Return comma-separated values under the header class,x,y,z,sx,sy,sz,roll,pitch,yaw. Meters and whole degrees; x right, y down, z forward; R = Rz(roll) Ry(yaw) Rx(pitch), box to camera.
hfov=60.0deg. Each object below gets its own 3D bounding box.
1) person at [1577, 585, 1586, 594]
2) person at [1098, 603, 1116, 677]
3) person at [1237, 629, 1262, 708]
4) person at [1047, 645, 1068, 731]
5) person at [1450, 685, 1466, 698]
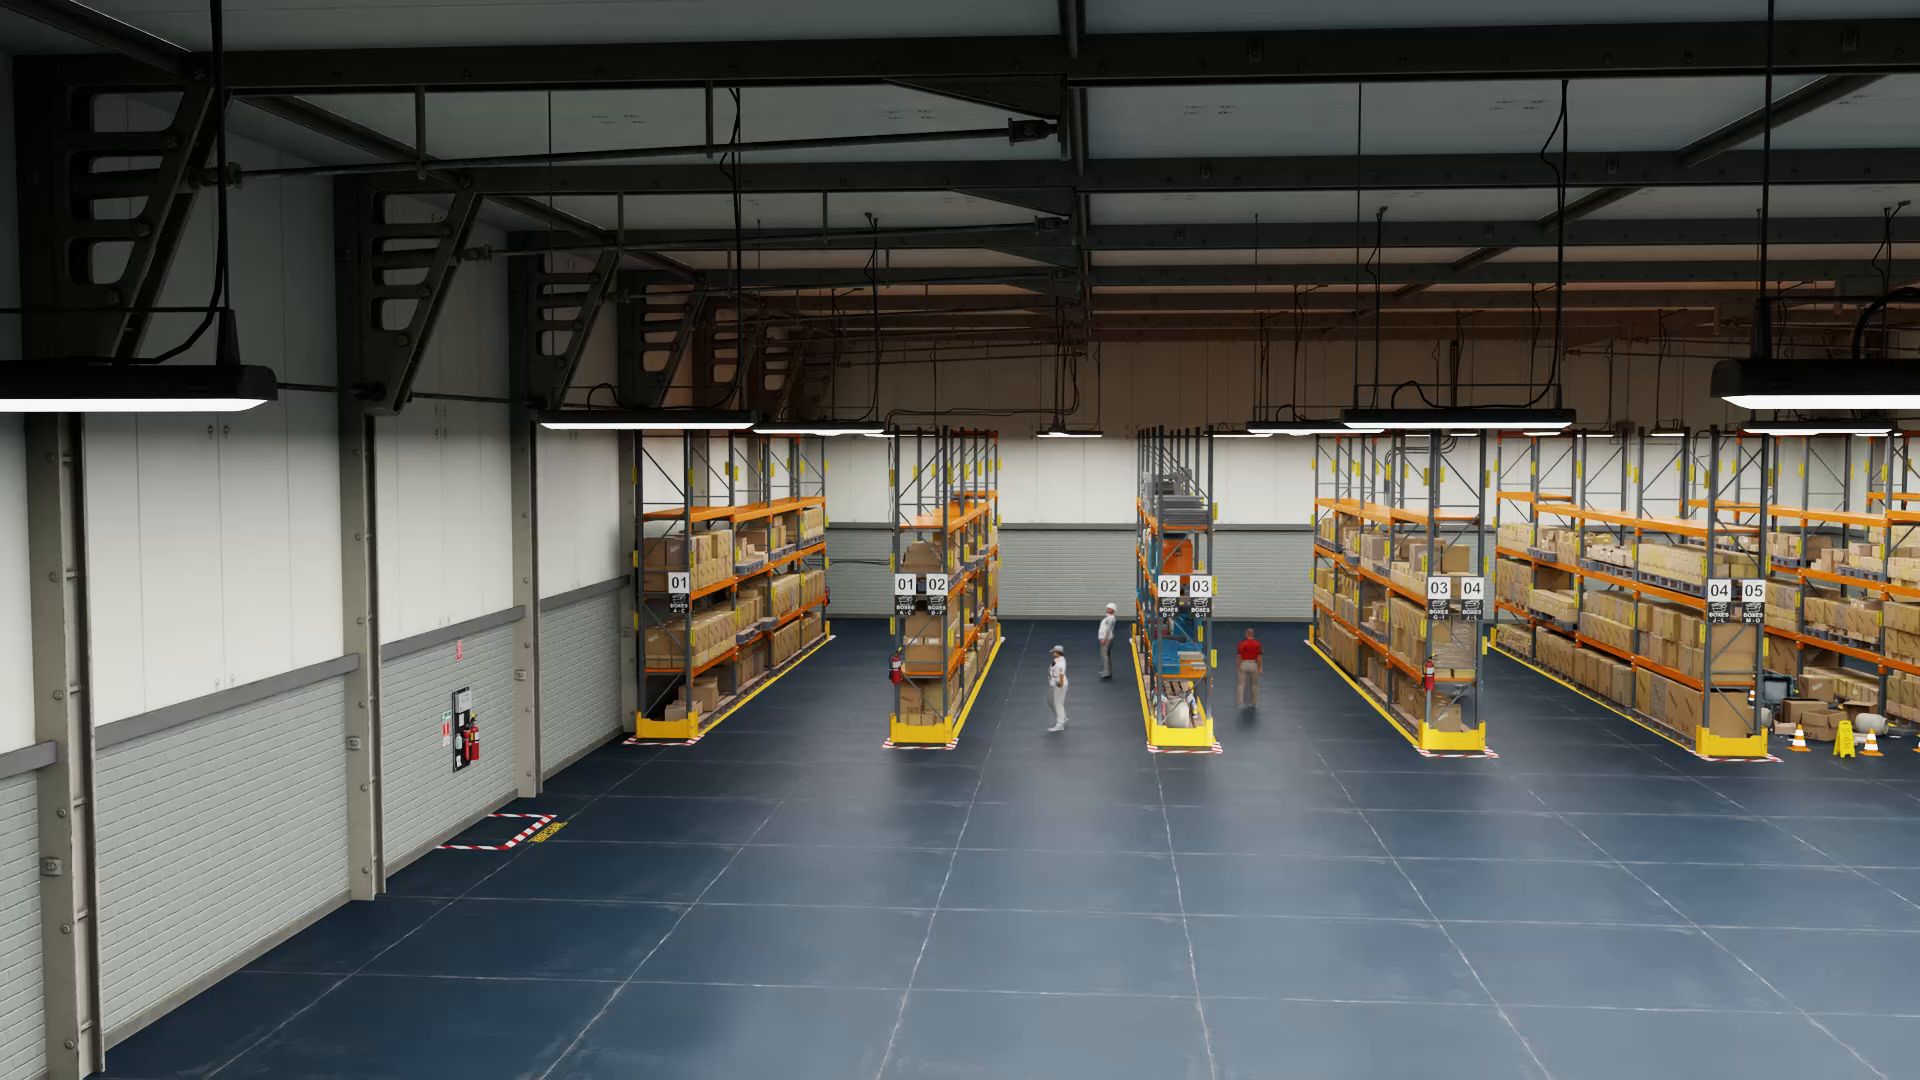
class,x,y,z,sx,sy,sz,roll,pitch,yaw
person,17.597,2.054,47.132,0.806,1.639,0.522,0,3,4
person,3.550,2.439,40.392,0.474,1.793,0.563,1,4,16
person,6.199,2.735,35.552,0.528,1.720,0.584,1,4,14
person,1.939,2.918,32.855,0.434,1.692,0.530,0,3,-7
person,11.144,2.607,37.026,0.437,1.797,0.564,2,4,25
